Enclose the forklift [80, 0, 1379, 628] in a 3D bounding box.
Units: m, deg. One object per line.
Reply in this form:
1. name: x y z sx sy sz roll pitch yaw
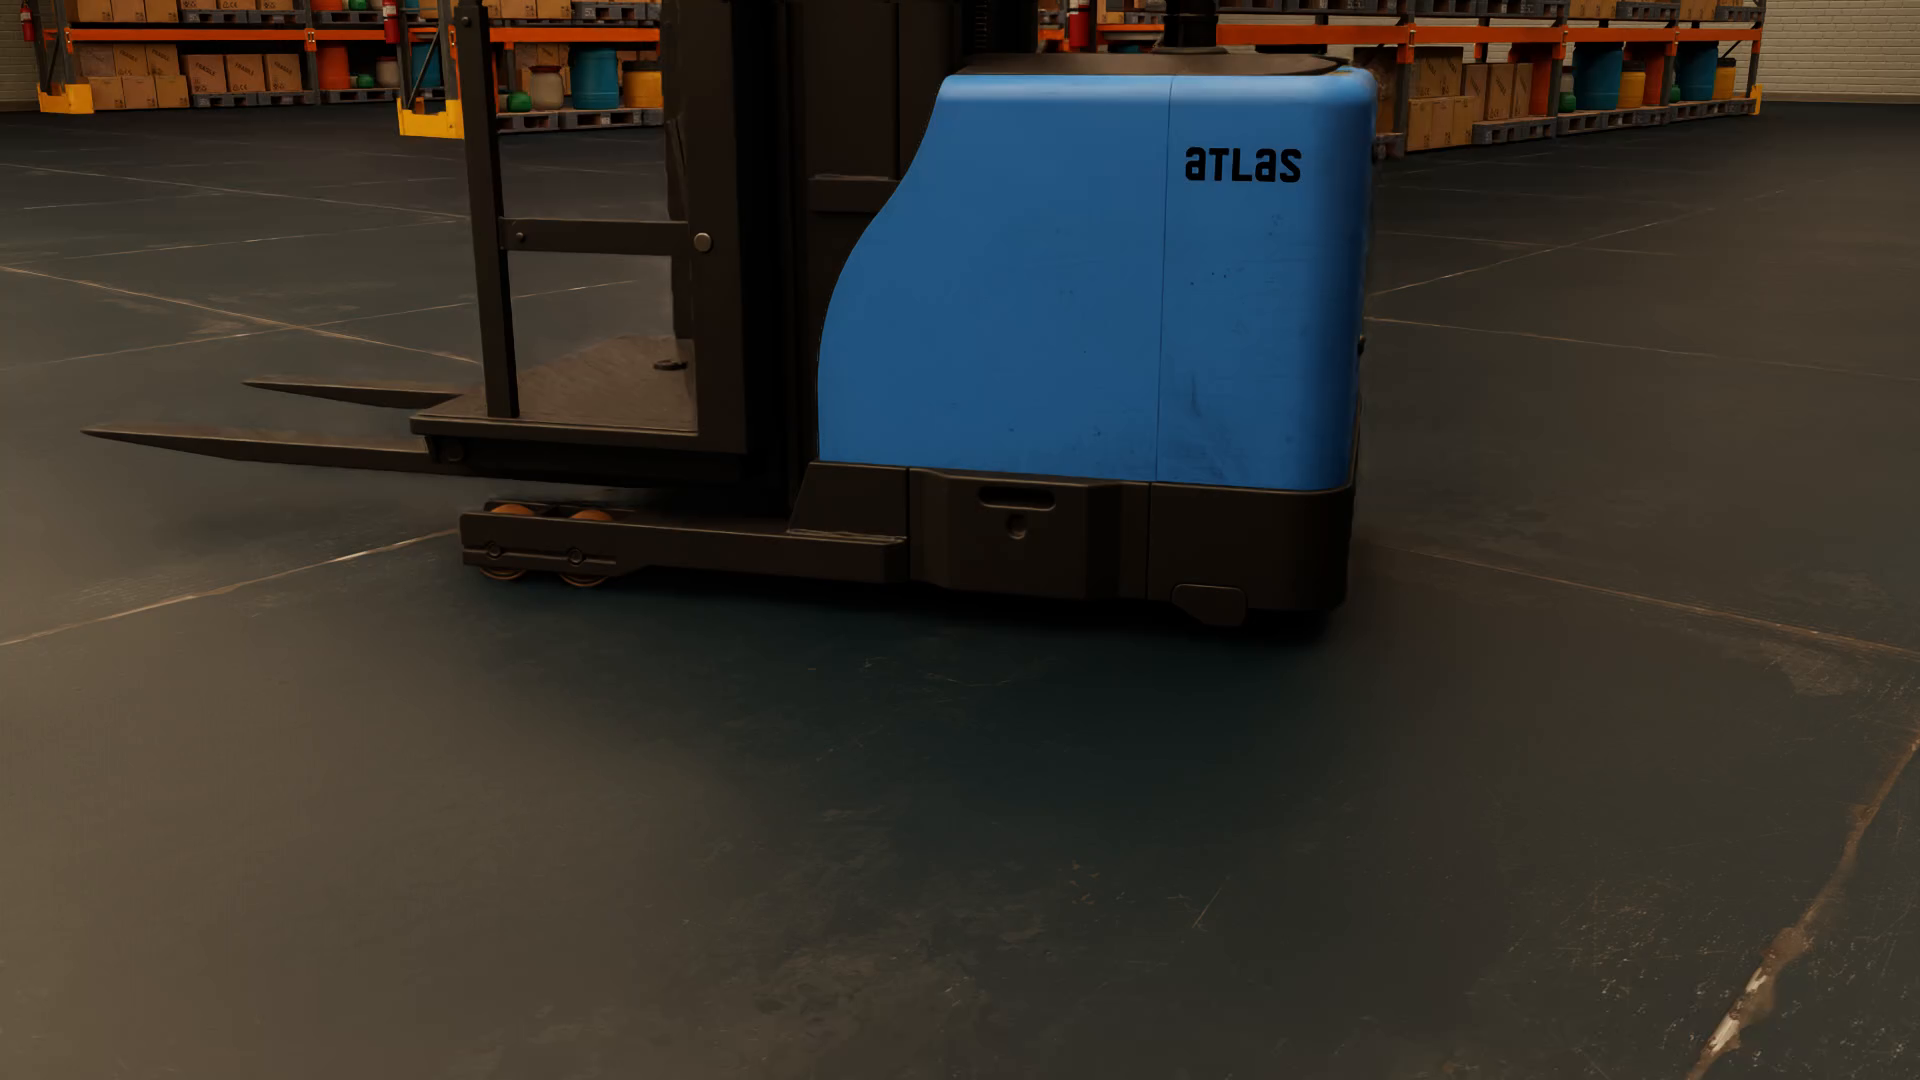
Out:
1. forklift: -0.601 -1.442 3.648 3.031 2.935 1.130 4 17 14
